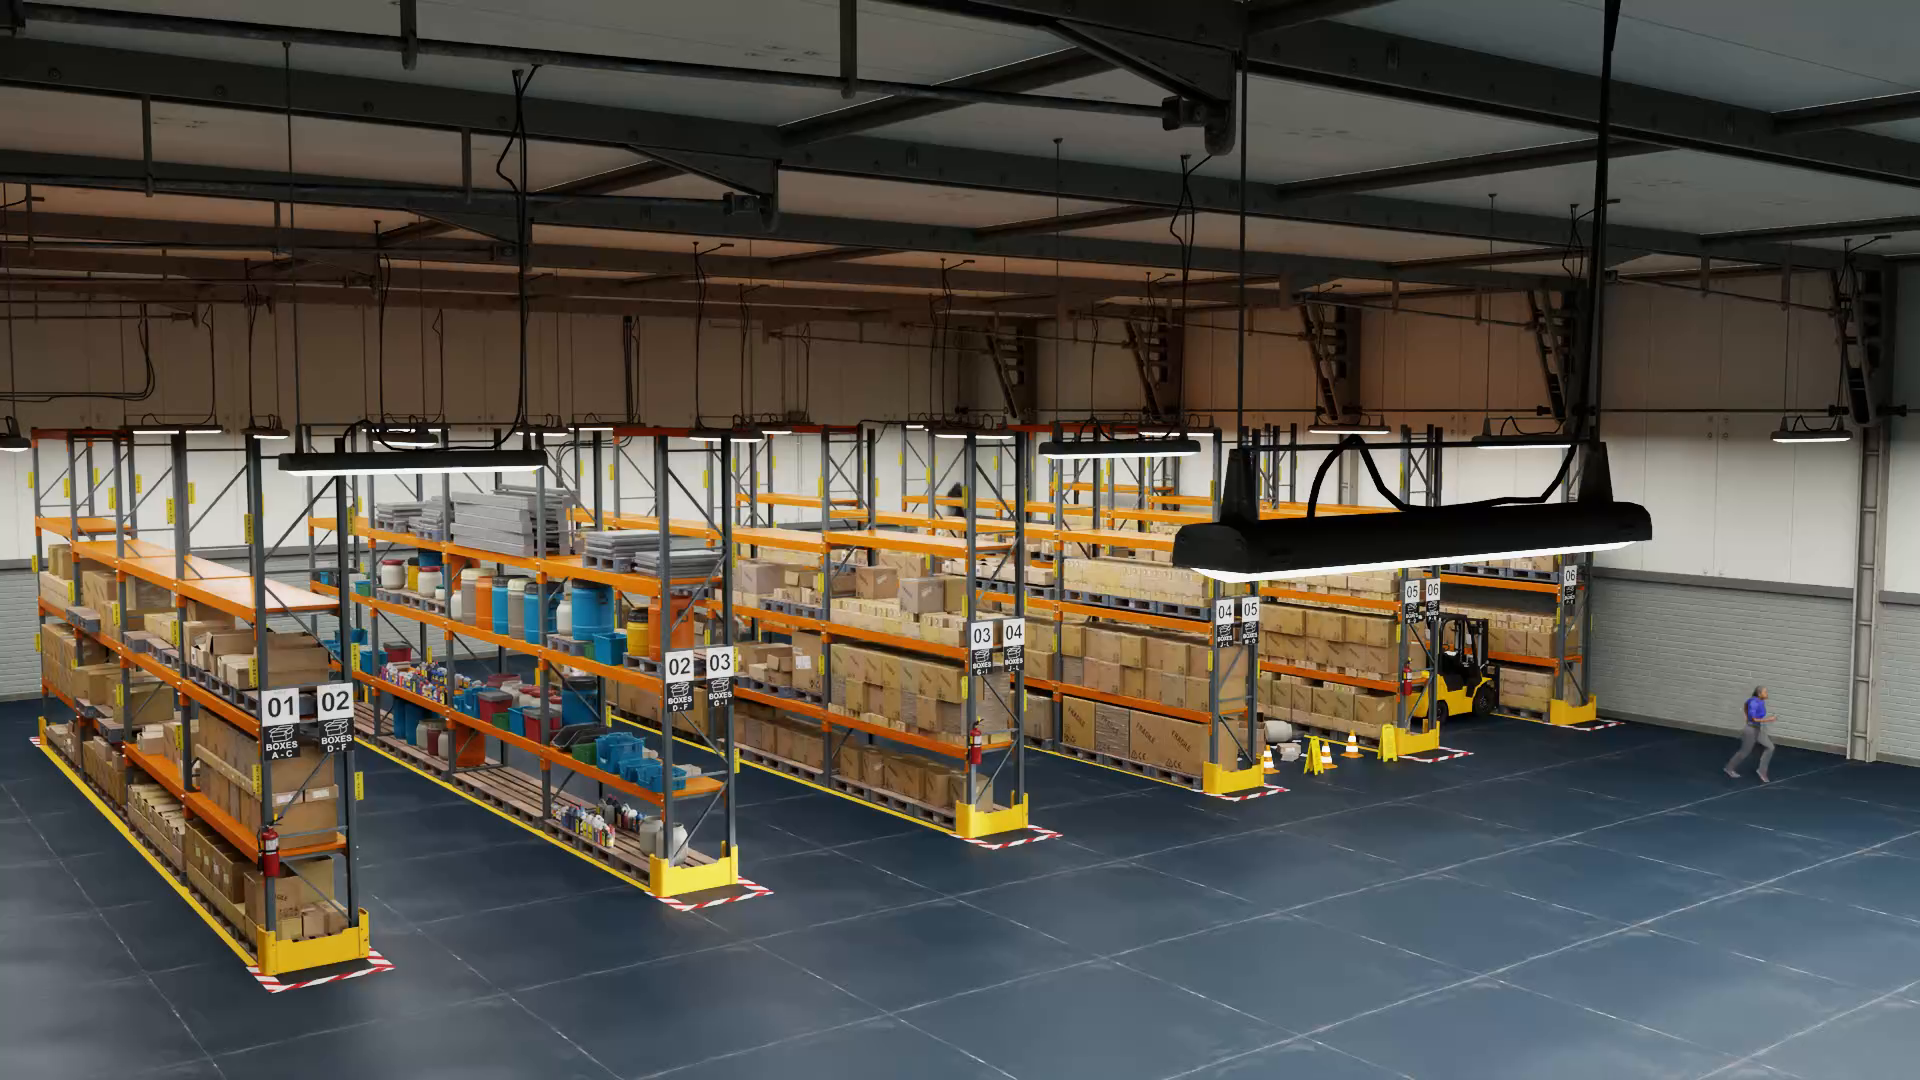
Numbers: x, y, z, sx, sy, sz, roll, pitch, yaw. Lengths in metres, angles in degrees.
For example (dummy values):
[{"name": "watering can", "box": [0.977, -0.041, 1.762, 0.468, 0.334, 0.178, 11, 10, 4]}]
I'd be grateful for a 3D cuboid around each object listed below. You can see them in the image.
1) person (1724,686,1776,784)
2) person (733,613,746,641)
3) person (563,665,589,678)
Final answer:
[{"name": "person", "box": [13.457, 3.304, 28.281, 0.833, 1.672, 0.599, 4, 6, 38]}, {"name": "person", "box": [-5.256, 2.414, 38.301, 0.653, 1.825, 0.882, -3, 5, -35]}, {"name": "person", "box": [-7.375, 2.916, 32.145, 0.735, 1.835, 0.654, 4, 6, 44]}]
